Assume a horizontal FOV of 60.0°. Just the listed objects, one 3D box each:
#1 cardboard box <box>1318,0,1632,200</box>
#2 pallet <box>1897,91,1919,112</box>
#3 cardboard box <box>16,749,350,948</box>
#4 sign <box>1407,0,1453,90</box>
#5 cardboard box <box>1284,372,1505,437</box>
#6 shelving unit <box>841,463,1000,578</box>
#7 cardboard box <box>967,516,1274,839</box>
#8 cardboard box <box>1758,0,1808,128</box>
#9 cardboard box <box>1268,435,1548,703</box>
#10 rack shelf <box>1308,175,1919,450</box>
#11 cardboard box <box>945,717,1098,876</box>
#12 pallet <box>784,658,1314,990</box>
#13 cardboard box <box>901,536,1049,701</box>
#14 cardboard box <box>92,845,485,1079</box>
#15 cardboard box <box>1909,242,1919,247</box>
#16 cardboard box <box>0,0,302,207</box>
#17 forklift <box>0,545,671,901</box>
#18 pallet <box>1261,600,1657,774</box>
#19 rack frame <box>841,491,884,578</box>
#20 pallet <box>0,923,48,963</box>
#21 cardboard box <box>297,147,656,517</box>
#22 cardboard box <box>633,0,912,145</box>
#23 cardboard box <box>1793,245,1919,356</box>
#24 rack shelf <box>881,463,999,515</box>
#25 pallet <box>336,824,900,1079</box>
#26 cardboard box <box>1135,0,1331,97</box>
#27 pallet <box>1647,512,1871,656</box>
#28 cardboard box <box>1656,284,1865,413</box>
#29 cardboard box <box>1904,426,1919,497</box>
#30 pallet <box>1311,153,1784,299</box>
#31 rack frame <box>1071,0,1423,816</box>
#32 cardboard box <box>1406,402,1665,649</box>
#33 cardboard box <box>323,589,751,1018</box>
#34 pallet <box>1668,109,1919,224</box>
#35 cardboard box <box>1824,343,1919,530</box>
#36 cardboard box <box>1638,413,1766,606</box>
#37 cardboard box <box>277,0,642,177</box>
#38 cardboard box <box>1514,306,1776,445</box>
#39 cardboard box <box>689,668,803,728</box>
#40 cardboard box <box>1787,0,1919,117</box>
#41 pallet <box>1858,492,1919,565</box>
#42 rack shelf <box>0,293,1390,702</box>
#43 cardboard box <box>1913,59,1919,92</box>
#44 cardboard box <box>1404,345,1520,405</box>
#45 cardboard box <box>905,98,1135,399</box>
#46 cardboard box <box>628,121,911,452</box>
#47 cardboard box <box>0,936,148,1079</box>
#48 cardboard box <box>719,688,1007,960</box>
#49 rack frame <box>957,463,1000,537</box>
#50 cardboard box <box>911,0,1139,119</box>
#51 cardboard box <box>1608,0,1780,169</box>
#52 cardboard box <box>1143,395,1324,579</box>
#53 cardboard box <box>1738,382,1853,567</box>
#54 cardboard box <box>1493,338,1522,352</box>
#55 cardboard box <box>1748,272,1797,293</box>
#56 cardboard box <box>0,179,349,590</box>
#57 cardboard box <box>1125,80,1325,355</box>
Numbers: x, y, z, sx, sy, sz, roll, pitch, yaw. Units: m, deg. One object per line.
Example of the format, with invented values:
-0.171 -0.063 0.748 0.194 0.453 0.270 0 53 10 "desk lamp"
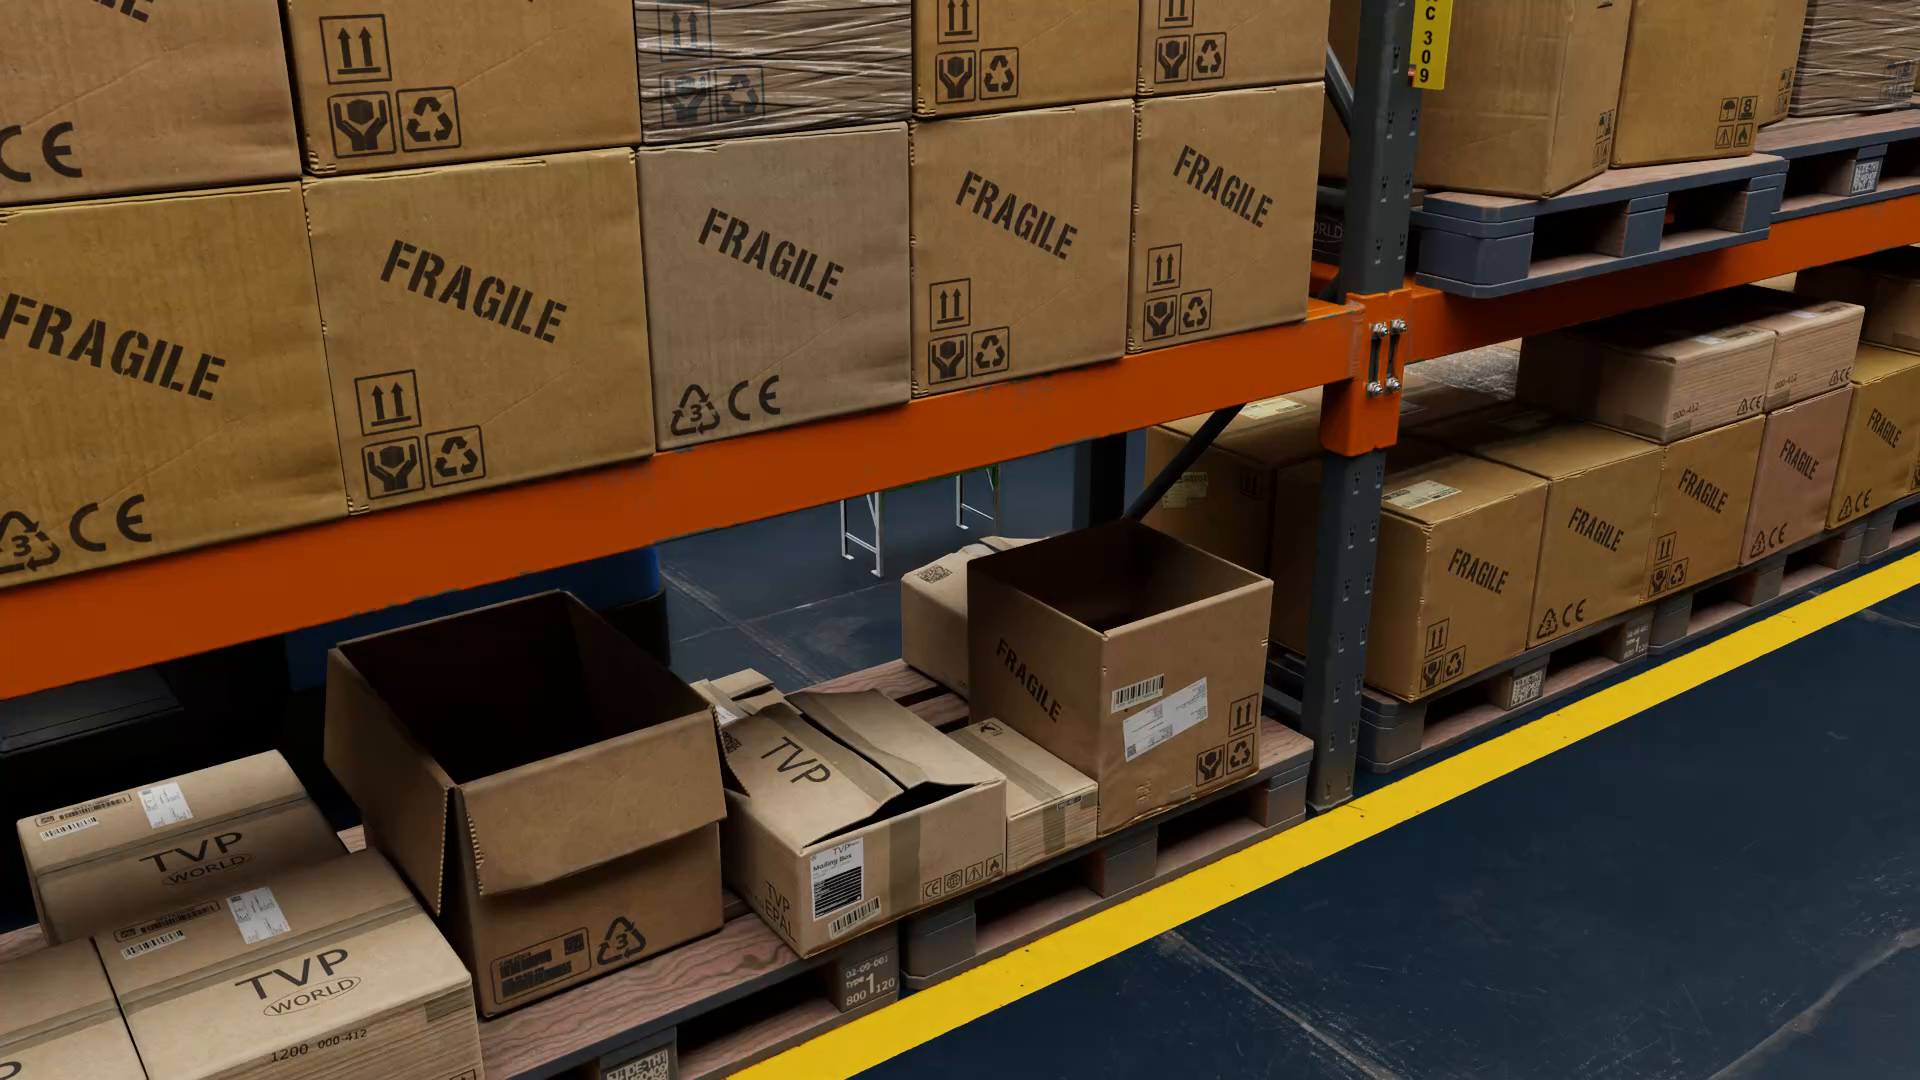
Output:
1.172 -1.143 4.011 0.700 0.500 0.500 14 26 32 "cardboard box"
3.395 -1.475 5.804 1.003 0.211 1.213 -15 26 -33 "pallet"
-1.504 0.684 3.251 0.500 0.250 0.500 -15 26 -33 "cardboard box"
0.980 -1.106 3.454 0.005 0.325 0.100 -15 26 -33 "sign"
1.296 -0.207 5.146 0.500 0.500 0.500 -15 26 -33 "cardboard box"
-0.134 -0.521 5.584 0.503 1.200 0.258 -15 26 -33 "shelving unit"
0.360 0.299 3.878 0.500 0.500 0.500 -15 26 -33 "cardboard box"
2.055 -1.508 4.927 0.700 0.500 0.500 17 27 36 "cardboard box"
1.192 0.059 4.479 0.500 0.500 0.500 -16 27 -35 "cardboard box"
2.280 -0.965 5.237 4.000 0.370 1.077 -15 26 -33 "rack shelf"
0.091 0.562 3.694 0.250 0.149 0.380 -15 26 -33 "cardboard box"
0.099 0.578 4.164 1.213 0.211 1.003 -15 26 -33 "pallet"
0.190 0.204 4.371 0.500 0.311 0.500 -15 26 -33 "cardboard box"
-1.171 0.824 2.901 0.500 0.250 0.500 -15 26 -33 "cardboard box"
4.185 -1.098 6.986 0.500 0.311 0.500 -14 26 -31 "cardboard box"
-1.247 -0.750 2.244 0.500 0.500 0.500 -15 26 -32 "cardboard box"
-2.318 -0.743 3.805 3.031 2.935 1.130 -16 27 -34 "forklift"
1.295 0.242 5.006 1.213 0.211 1.003 -15 26 -33 "pallet"
-0.332 -0.469 5.452 0.015 1.200 0.240 -15 26 -33 "rack frame"
-1.882 1.106 2.841 1.213 0.211 1.003 -15 26 -33 "pallet"
-0.844 -0.392 2.696 0.500 0.500 0.500 -15 26 -32 "cardboard box"
-0.426 -0.969 2.793 0.500 0.500 0.500 -15 26 -32 "cardboard box"
3.239 -0.837 5.713 0.500 0.250 0.500 -14 26 -31 "cardboard box"
-0.134 -0.239 5.697 0.480 0.148 0.258 -15 26 -33 "rack shelf"
-0.892 0.843 3.498 1.213 0.211 1.003 -15 26 -33 "pallet"
0.398 -1.189 3.346 0.500 0.500 0.500 -15 26 -33 "cardboard box"
2.286 -0.024 5.671 1.213 0.211 1.003 -15 26 -33 "pallet"
2.411 -0.614 5.155 0.500 0.250 0.500 -16 26 -34 "cardboard box"
3.282 -0.502 5.886 0.500 0.500 0.500 -14 26 -31 "cardboard box"
1.369 -0.917 4.406 1.213 0.211 1.003 -15 26 -33 "pallet"
0.657 -0.866 4.019 0.127 3.000 1.000 -15 26 -33 "rack frame"
1.618 -0.059 4.777 0.500 0.500 0.500 -14 26 -32 "cardboard box"
-0.865 0.497 3.377 0.637 0.503 0.797 -15 26 -33 "cardboard box"
2.328 -1.220 5.166 1.213 0.211 1.003 -15 26 -33 "pallet"
2.862 -0.390 5.606 0.500 0.500 0.500 -16 27 -35 "cardboard box"
2.028 -0.165 5.043 0.500 0.500 0.500 -15 26 -32 "cardboard box"
-0.835 -0.860 2.520 0.500 0.500 0.500 -15 26 -33 "cardboard box"
2.004 -0.505 4.883 0.500 0.250 0.500 -15 26 -33 "cardboard box"
-0.506 0.462 3.921 0.250 0.166 0.380 -15 26 -33 "cardboard box"
2.605 -1.662 5.314 0.500 0.500 0.700 -10 24 -23 "cardboard box"
3.276 -0.286 6.329 1.213 0.211 1.003 -15 26 -33 "pallet"
-0.966 -0.099 3.067 4.000 0.370 1.077 -15 26 -33 "rack shelf"
3.459 -1.803 5.666 0.700 0.500 0.500 14 26 32 "cardboard box"
1.704 -0.315 5.418 0.500 0.500 0.500 -15 26 -32 "cardboard box"
-0.017 -0.615 3.255 0.500 0.500 0.500 -14 26 -31 "cardboard box"
-0.432 -0.503 2.975 0.500 0.500 0.500 -14 26 -32 "cardboard box"
-1.577 0.932 2.630 0.500 0.250 0.500 -15 26 -33 "cardboard box"
-0.249 0.550 3.506 0.500 0.311 0.500 -15 26 -33 "cardboard box"
0.064 -0.574 5.717 0.015 1.200 0.240 -15 26 -33 "rack frame"
-0.017 -1.078 3.066 0.500 0.500 0.500 -16 27 -34 "cardboard box"
1.693 -1.311 4.432 0.500 0.500 0.700 -10 24 -25 "cardboard box"
0.890 -0.102 4.884 0.500 0.500 0.500 -15 26 -33 "cardboard box"
2.439 -0.275 5.316 0.500 0.500 0.500 -16 27 -35 "cardboard box"
2.115 -0.426 5.696 0.500 0.500 0.500 -16 27 -35 "cardboard box"
3.368 -0.762 6.539 0.500 0.500 0.500 -14 26 -31 "cardboard box"
-1.251 -0.284 2.427 0.500 0.500 0.500 -15 26 -33 "cardboard box"
0.401 -0.727 3.536 0.500 0.500 0.500 -14 26 -32 "cardboard box"
